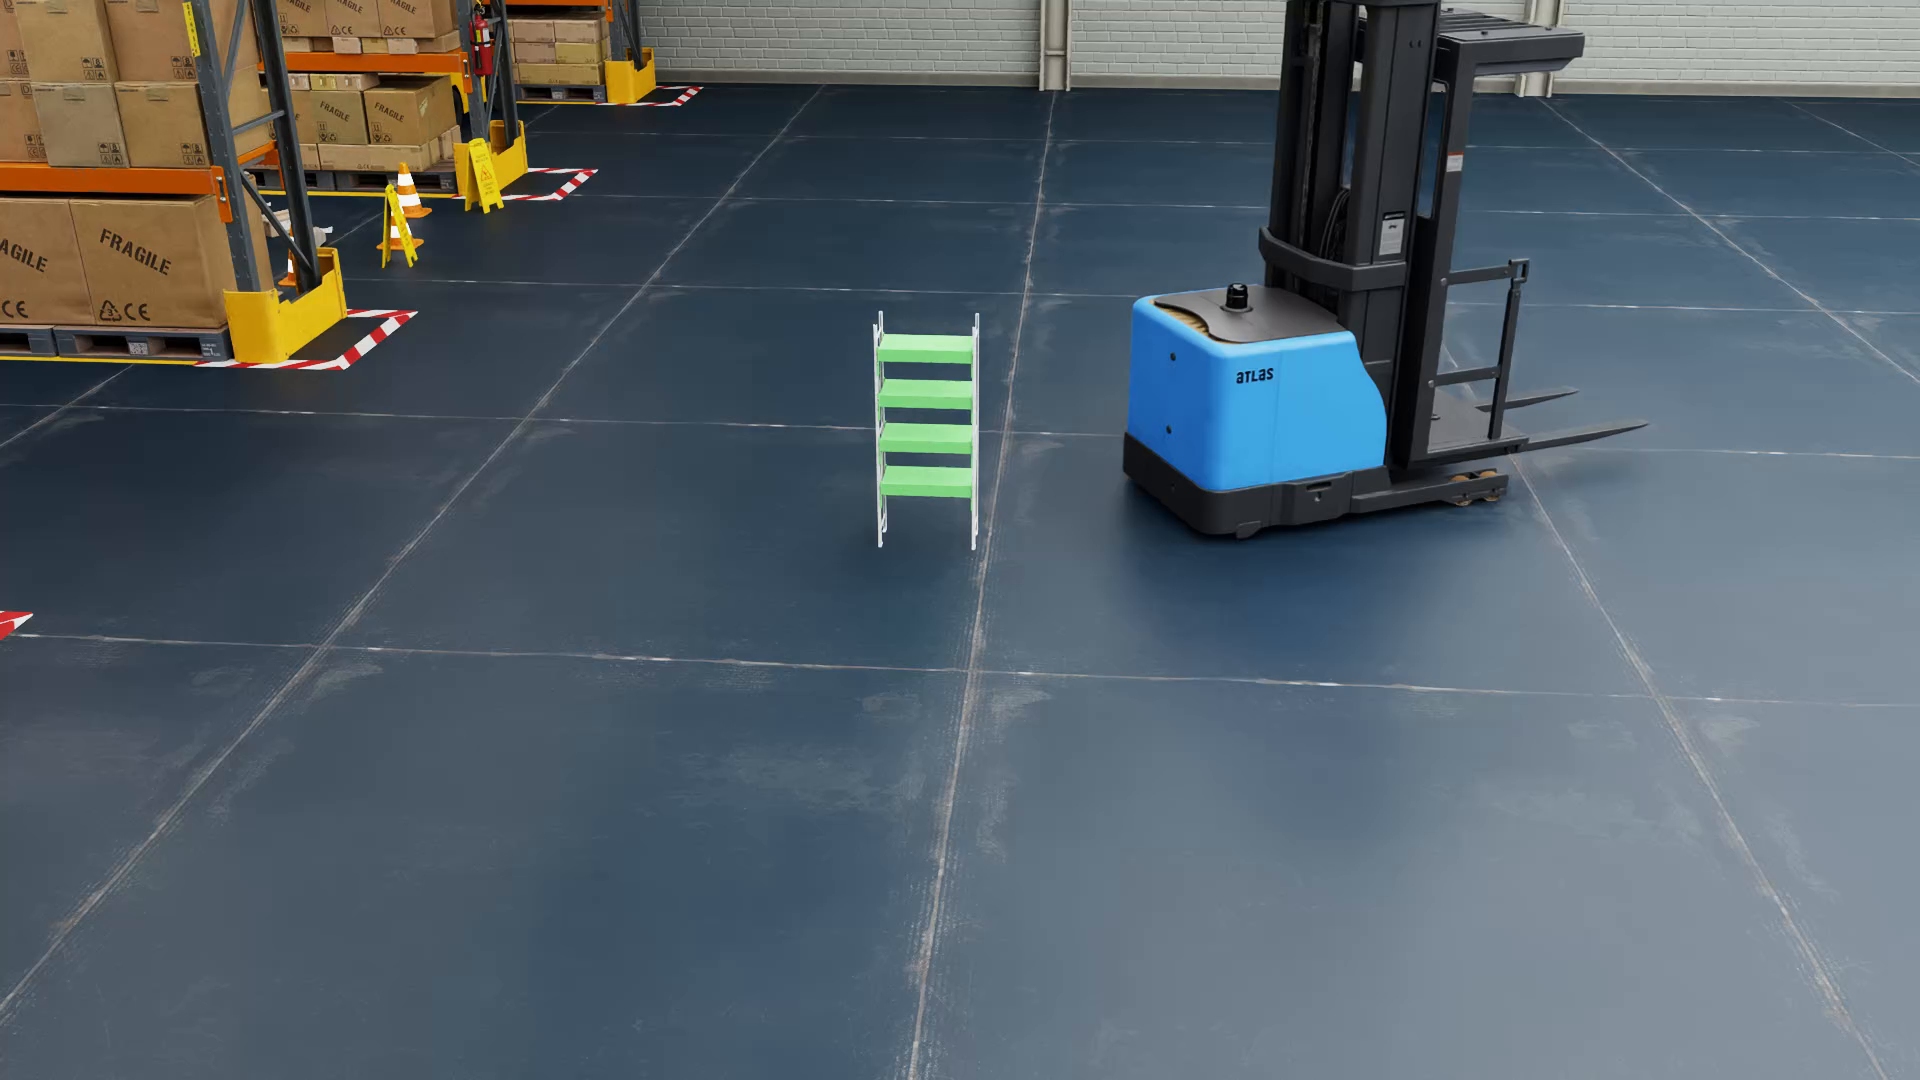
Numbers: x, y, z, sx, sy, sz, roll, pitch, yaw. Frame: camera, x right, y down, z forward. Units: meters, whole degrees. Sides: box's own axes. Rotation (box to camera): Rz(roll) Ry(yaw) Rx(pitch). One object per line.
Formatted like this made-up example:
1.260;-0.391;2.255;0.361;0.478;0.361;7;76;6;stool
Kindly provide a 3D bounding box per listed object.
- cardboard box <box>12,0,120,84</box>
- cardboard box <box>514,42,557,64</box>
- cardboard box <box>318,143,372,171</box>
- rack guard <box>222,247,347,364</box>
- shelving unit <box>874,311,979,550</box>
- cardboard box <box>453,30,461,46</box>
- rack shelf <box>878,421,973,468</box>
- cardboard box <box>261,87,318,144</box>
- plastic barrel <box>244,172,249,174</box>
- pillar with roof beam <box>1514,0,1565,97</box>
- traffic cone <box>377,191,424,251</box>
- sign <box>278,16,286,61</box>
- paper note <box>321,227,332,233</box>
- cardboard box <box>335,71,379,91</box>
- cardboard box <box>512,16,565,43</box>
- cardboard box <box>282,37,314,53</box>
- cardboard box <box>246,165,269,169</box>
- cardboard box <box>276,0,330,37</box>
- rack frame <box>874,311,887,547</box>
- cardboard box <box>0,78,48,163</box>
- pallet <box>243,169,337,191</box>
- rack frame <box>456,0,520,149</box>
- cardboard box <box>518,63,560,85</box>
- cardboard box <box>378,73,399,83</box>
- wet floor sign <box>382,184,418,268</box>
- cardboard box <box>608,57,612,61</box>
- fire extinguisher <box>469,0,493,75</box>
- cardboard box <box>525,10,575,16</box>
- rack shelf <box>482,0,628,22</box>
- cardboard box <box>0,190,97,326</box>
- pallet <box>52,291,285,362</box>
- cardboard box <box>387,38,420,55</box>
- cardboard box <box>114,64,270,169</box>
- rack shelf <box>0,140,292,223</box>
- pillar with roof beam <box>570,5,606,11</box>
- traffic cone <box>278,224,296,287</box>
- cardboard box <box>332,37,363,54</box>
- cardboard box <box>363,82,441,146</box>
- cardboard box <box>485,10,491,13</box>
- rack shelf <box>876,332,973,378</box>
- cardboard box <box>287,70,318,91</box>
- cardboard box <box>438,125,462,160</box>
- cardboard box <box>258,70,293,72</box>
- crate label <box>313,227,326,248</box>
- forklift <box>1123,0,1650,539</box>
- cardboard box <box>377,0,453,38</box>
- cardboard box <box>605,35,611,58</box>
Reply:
-5.716;-3.381;11.039;0.550;0.550;0.875;2;25;4;cardboard box
-5.148;-6.025;20.445;0.500;0.250;0.500;2;25;3;cardboard box
-5.858;-3.757;16.114;0.500;0.250;0.500;2;25;4;cardboard box
-4.770;-1.679;11.801;0.348;0.500;1.175;2;25;4;rack guard
-0.165;-0.550;8.511;0.503;1.200;0.258;2;25;4;shelving unit
-4.839;-4.865;16.034;0.250;0.149;0.380;2;25;4;cardboard box
-0.165;-0.492;8.537;0.480;0.148;0.258;2;25;4;rack shelf
-6.358;-4.115;15.995;0.500;0.500;0.500;1;25;3;cardboard box
-6.691;-3.146;15.082;0.421;0.421;0.512;22;33;39;plastic barrel
6.870;-7.896;15.144;0.400;9.000;9.100;2;25;4;pillar with roof beam
-4.789;-2.732;14.133;0.334;0.463;0.336;2;25;4;traffic cone
-4.746;-3.476;11.585;0.005;0.325;0.100;2;25;4;sign
-5.611;-2.734;14.654;0.142;0.019;0.148;-7;26;-14;paper note
-5.706;-4.359;15.750;0.250;0.149;0.380;3;25;6;cardboard box
-5.132;-6.245;20.325;0.500;0.250;0.500;2;25;5;cardboard box
-6.186;-4.702;15.681;0.250;0.149;0.380;2;25;3;cardboard box
-6.874;-3.792;16.189;0.500;0.250;0.500;2;25;3;cardboard box
-6.076;-5.000;15.553;0.500;0.500;0.500;2;25;4;cardboard box
-0.408;-0.558;8.528;0.015;1.200;0.240;2;25;4;rack frame
-6.266;-2.955;11.405;0.550;0.550;0.875;2;25;4;cardboard box
-6.612;-3.698;16.535;1.213;0.211;1.003;2;25;4;pallet
-4.516;-4.882;15.771;0.127;3.000;1.000;2;25;4;rack frame
-5.127;-5.796;20.544;0.500;0.250;0.500;2;25;4;cardboard box
-5.844;-4.321;16.441;0.500;0.500;0.500;1;25;2;cardboard box
-4.614;-2.570;13.564;0.232;0.644;0.267;-2;25;-5;wet floor sign
-4.614;-5.990;20.965;0.500;0.250;0.500;2;25;4;cardboard box
-4.437;-4.651;15.362;0.183;0.674;0.296;2;25;4;fire extinguisher
-5.103;-6.455;20.781;0.500;0.250;0.500;2;25;4;cardboard box
-6.134;-6.688;20.557;4.000;0.370;1.077;2;25;4;rack shelf
-6.353;-2.062;11.683;0.875;0.875;0.875;1;25;3;cardboard box
-5.597;-1.542;11.848;1.213;0.211;1.003;2;25;4;pallet
-5.166;-4.652;15.573;0.250;0.149;0.380;2;25;3;cardboard box
-5.167;-2.877;11.234;0.550;0.550;0.875;2;25;4;cardboard box
-6.788;-2.553;11.570;4.000;0.370;1.077;2;25;4;rack shelf
-5.094;-8.280;15.978;0.400;9.000;9.100;2;25;4;pillar with roof beam
-5.215;-2.272;13.134;0.334;0.463;0.336;2;25;4;traffic cone
-5.679;-4.665;15.600;0.250;0.149;0.380;2;25;5;cardboard box
-5.335;-4.081;15.921;0.500;0.500;0.500;2;25;4;cardboard box
-6.111;-6.495;20.868;0.500;0.250;0.500;1;25;3;cardboard box
-0.165;-0.928;8.337;0.480;0.148;0.258;2;25;4;rack shelf
-6.219;-4.378;15.790;0.250;0.149;0.380;3;25;6;cardboard box
-5.299;-3.964;16.564;0.500;0.250;0.500;2;25;4;cardboard box
-8.649;-6.203;20.980;0.625;0.625;0.875;3;25;6;cardboard box
-5.578;-2.583;14.200;0.298;0.136;0.250;-11;27;-23;crate label
2.494;-1.712;8.965;3.031;2.935;1.130;-9;26;-19;forklift
-5.078;-4.965;15.476;0.500;0.500;0.500;1;25;3;cardboard box
-4.592;-6.221;20.870;0.500;0.250;0.500;2;25;5;cardboard box
